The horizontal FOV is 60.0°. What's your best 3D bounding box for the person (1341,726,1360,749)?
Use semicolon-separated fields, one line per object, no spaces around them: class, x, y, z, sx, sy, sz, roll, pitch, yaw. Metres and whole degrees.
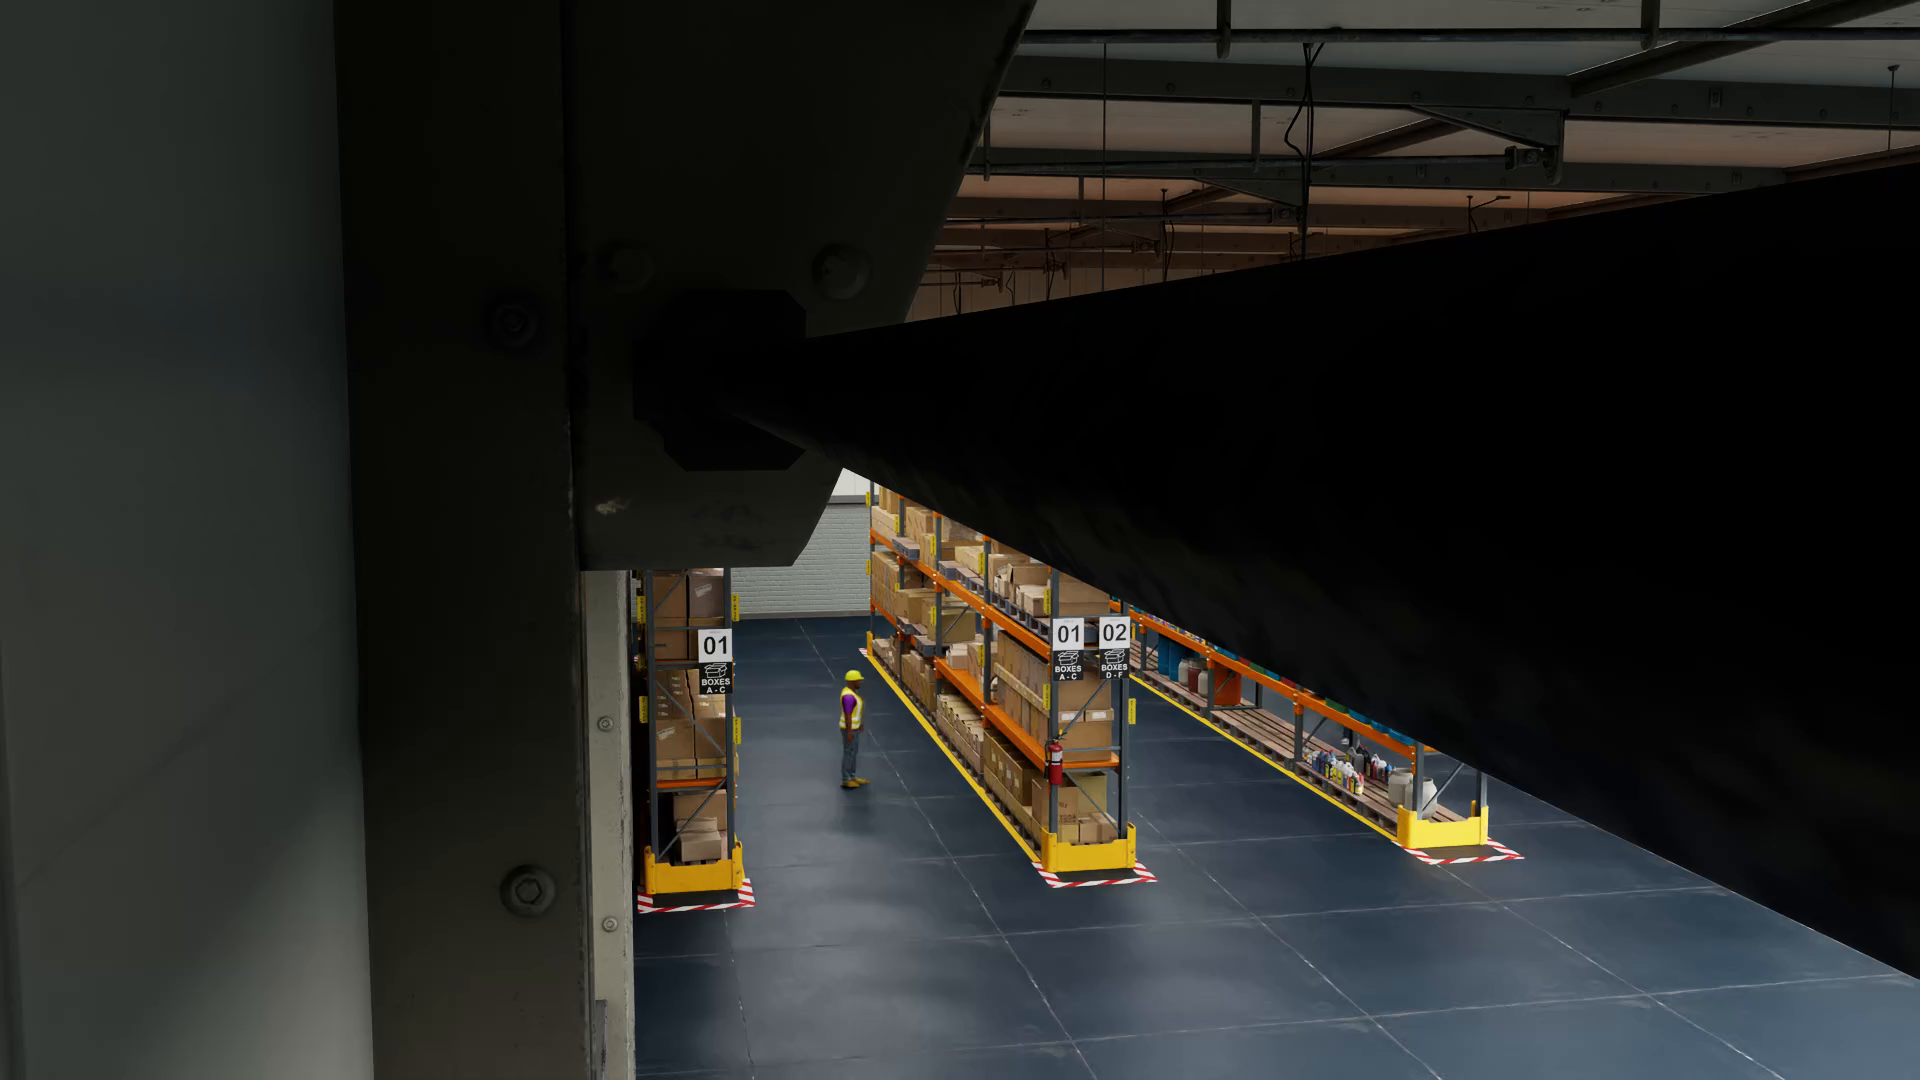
person;6.493;2.638;27.775;0.398;1.607;0.528;-4;7;-32

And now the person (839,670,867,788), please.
person;-1.625;2.833;25.060;0.402;1.770;0.601;0;6;2

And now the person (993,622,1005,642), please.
person;0.888;2.023;33.438;0.453;1.630;0.951;-2;6;-17
